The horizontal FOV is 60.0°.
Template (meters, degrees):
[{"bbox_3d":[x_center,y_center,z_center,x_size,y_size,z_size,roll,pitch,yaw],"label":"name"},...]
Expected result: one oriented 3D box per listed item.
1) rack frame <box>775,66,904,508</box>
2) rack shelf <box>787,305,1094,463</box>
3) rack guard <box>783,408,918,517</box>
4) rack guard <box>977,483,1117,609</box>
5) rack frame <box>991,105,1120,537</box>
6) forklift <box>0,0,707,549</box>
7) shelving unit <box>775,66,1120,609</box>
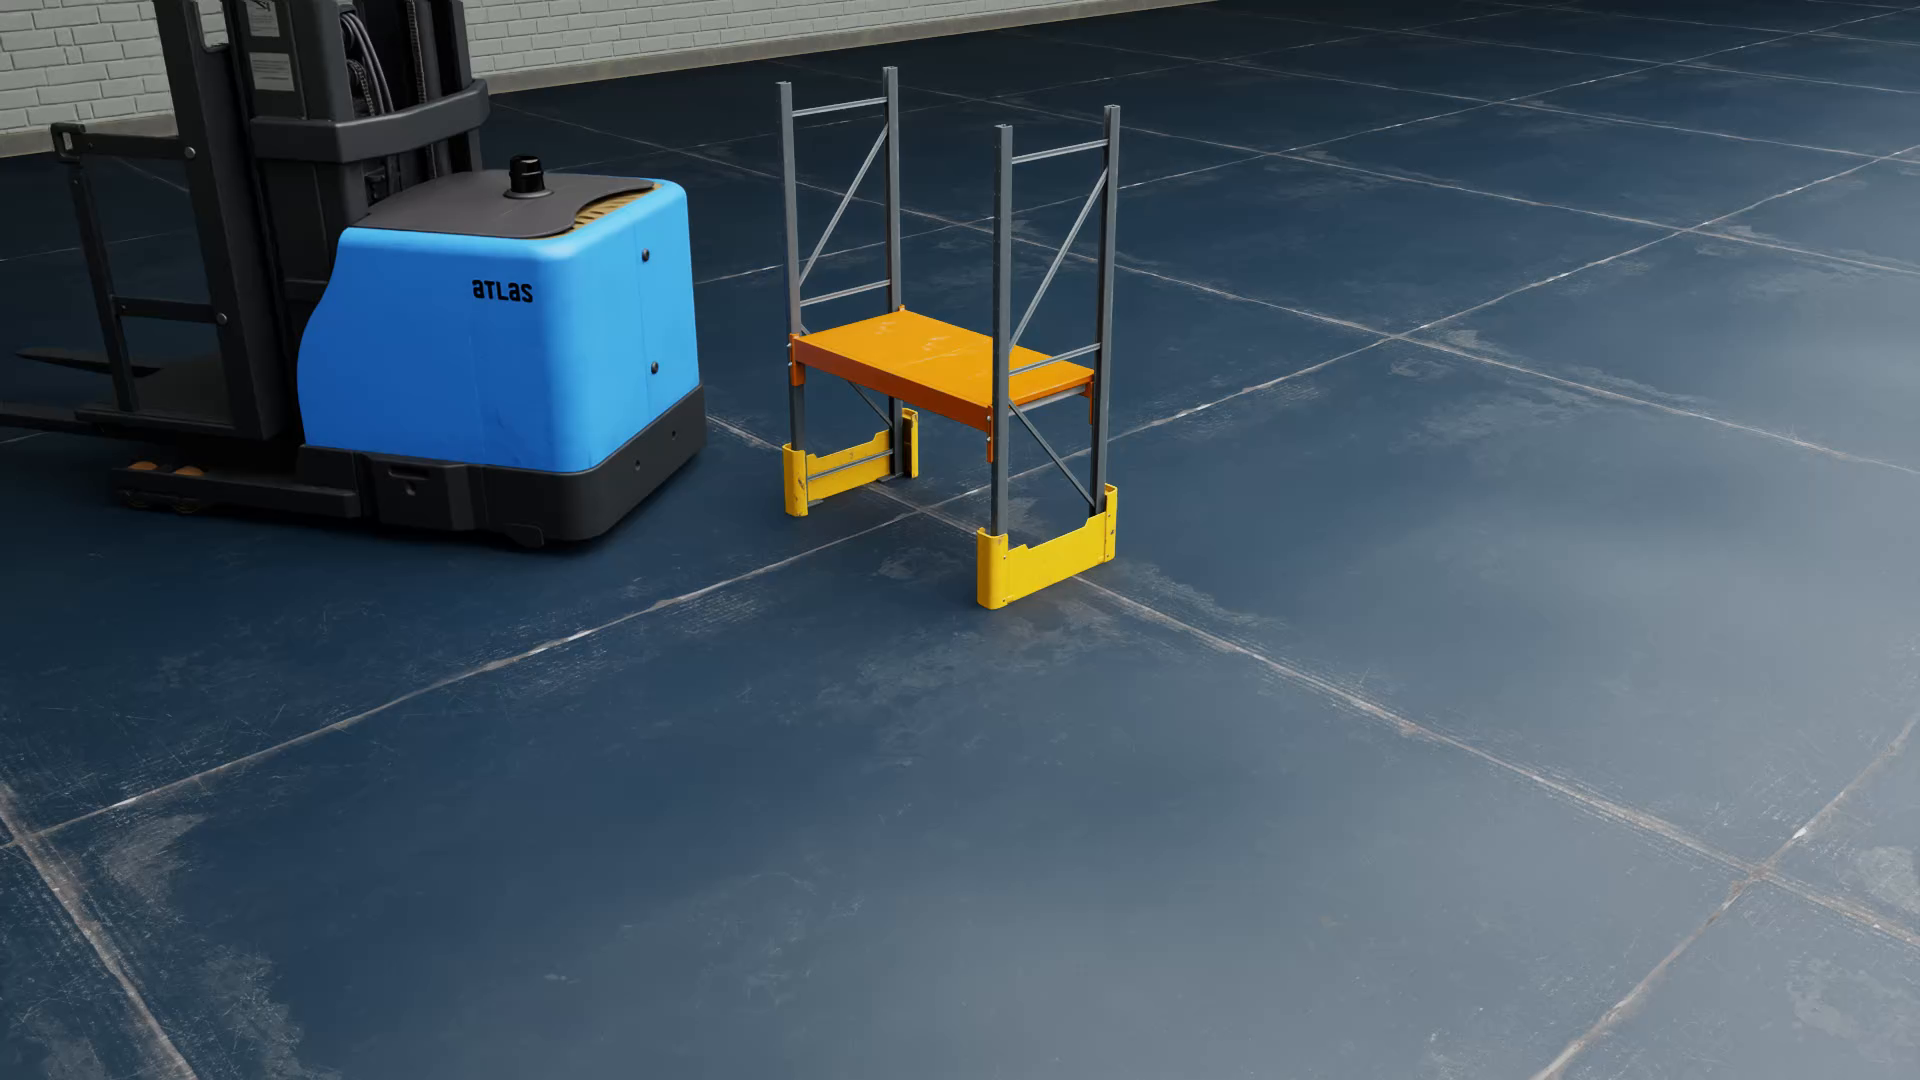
[{"bbox_3d":[-0.406,-0.862,5.833,0.500,1.500,0.032,-21,32,-38],"label":"rack frame"},{"bbox_3d":[-0.058,-0.545,5.570,0.538,0.185,1.000,-21,32,-38],"label":"rack shelf"},{"bbox_3d":[-0.392,-0.288,6.079,0.587,0.250,0.087,-21,32,-38],"label":"rack guard"},{"bbox_3d":[0.288,0.014,5.418,0.587,0.250,0.087,-21,32,-38],"label":"rack guard"},{"bbox_3d":[0.289,-0.554,5.158,0.500,1.500,0.032,-21,32,-38],"label":"rack frame"},{"bbox_3d":[-2.548,-1.631,5.794,3.031,2.935,1.130,7,25,14],"label":"forklift"},{"bbox_3d":[-0.052,-0.705,5.489,0.587,1.500,1.083,-21,32,-38],"label":"shelving unit"}]
